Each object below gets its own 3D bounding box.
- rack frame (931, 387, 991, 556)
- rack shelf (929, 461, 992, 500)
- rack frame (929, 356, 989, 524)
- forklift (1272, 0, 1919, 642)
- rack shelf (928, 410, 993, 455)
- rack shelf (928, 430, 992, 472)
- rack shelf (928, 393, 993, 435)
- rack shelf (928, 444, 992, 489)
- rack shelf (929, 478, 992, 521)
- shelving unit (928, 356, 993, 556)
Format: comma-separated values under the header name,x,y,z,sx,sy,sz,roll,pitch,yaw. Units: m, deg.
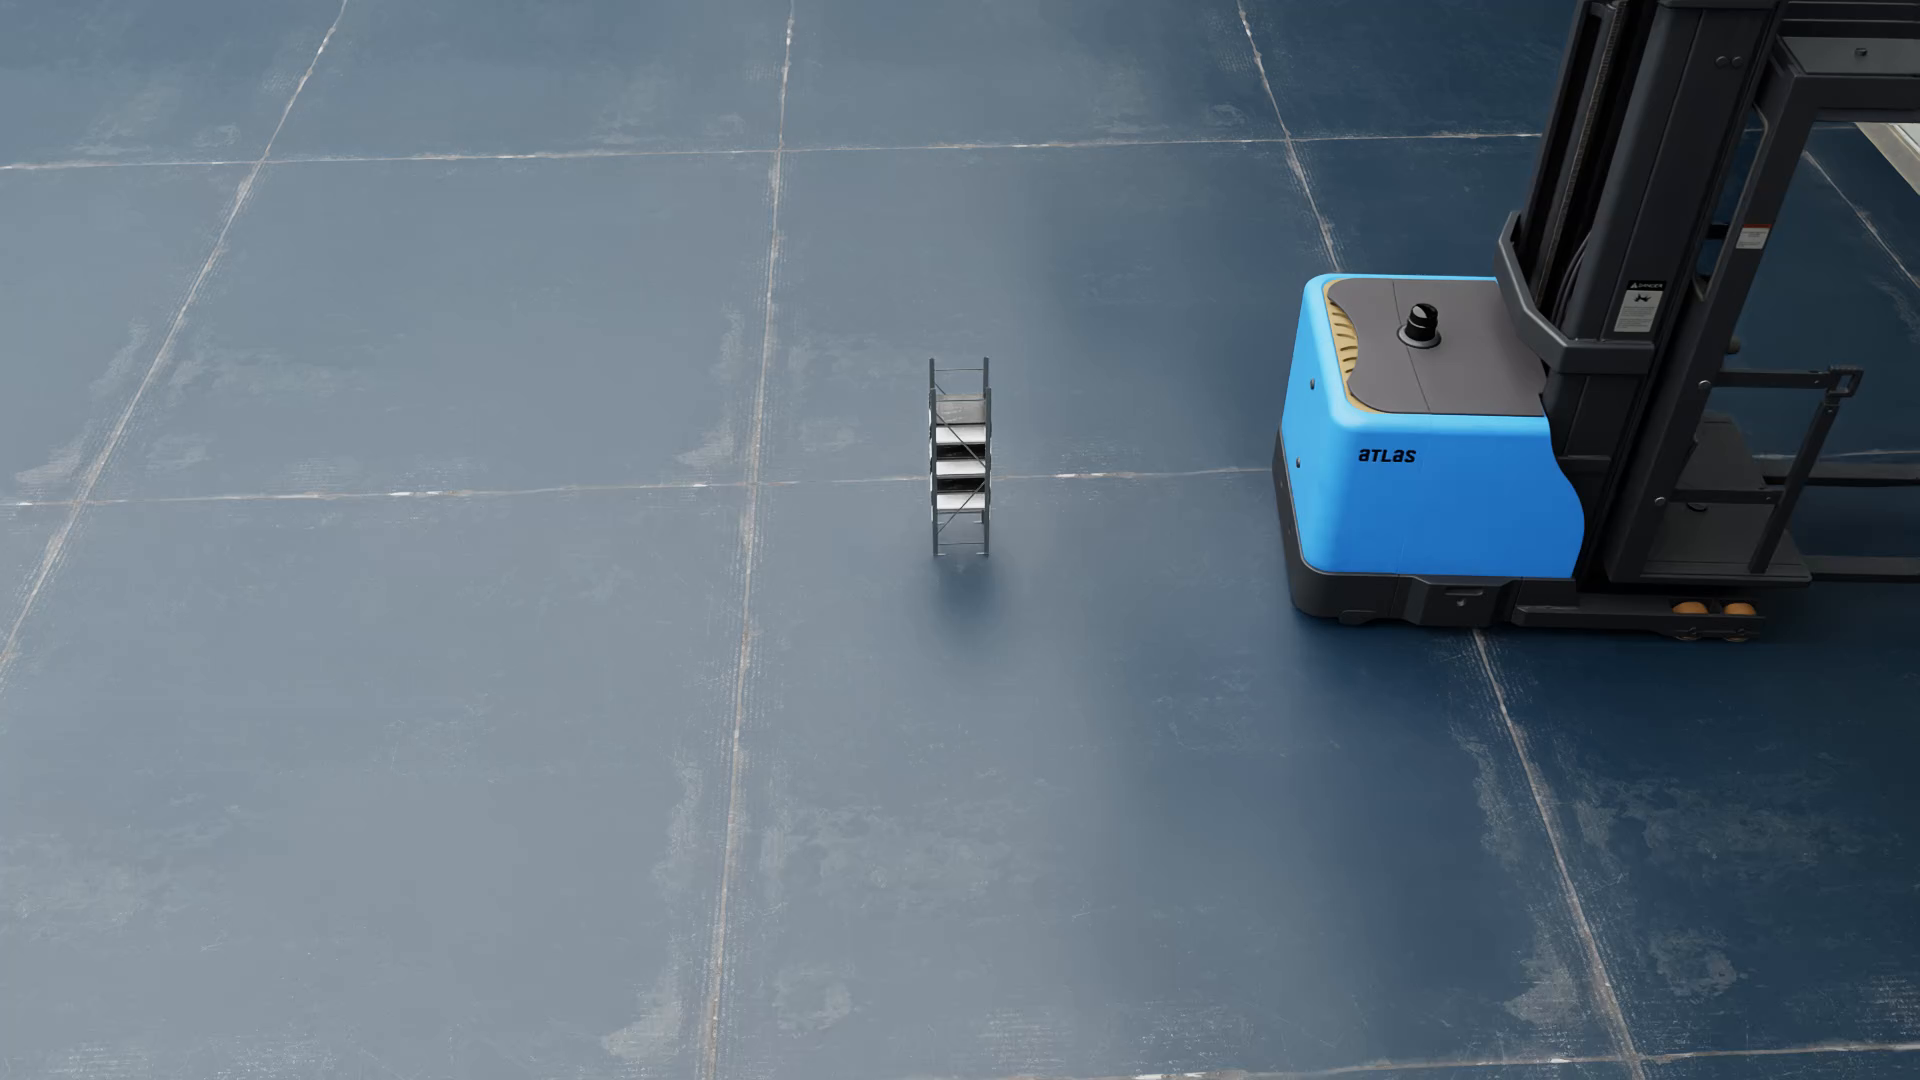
name,x,y,z,sx,sy,sz,roll,pitch,yaw
rack frame,0.004,-0.269,6.877,0.240,0.900,0.006,-2,43,-2
rack shelf,0.000,-0.246,7.035,0.258,0.077,0.200,-2,43,-2
rack frame,-0.005,-0.406,7.027,0.240,0.900,0.006,-2,43,-2
forklift,2.905,-1.033,6.208,3.031,2.935,1.130,1,43,2
rack shelf,0.000,-0.445,6.853,0.258,0.077,0.200,-2,43,-2
rack shelf,0.000,-0.379,6.914,0.258,0.077,0.200,-2,43,-2
rack shelf,0.000,-0.512,6.792,0.258,0.077,0.200,-2,43,-2
rack shelf,0.000,-0.313,6.974,0.258,0.077,0.200,-2,43,-2
rack shelf,0.000,-0.180,7.096,0.258,0.077,0.200,-2,43,-2
shelving unit,0.000,-0.337,6.952,0.258,0.900,0.210,-2,43,-2
